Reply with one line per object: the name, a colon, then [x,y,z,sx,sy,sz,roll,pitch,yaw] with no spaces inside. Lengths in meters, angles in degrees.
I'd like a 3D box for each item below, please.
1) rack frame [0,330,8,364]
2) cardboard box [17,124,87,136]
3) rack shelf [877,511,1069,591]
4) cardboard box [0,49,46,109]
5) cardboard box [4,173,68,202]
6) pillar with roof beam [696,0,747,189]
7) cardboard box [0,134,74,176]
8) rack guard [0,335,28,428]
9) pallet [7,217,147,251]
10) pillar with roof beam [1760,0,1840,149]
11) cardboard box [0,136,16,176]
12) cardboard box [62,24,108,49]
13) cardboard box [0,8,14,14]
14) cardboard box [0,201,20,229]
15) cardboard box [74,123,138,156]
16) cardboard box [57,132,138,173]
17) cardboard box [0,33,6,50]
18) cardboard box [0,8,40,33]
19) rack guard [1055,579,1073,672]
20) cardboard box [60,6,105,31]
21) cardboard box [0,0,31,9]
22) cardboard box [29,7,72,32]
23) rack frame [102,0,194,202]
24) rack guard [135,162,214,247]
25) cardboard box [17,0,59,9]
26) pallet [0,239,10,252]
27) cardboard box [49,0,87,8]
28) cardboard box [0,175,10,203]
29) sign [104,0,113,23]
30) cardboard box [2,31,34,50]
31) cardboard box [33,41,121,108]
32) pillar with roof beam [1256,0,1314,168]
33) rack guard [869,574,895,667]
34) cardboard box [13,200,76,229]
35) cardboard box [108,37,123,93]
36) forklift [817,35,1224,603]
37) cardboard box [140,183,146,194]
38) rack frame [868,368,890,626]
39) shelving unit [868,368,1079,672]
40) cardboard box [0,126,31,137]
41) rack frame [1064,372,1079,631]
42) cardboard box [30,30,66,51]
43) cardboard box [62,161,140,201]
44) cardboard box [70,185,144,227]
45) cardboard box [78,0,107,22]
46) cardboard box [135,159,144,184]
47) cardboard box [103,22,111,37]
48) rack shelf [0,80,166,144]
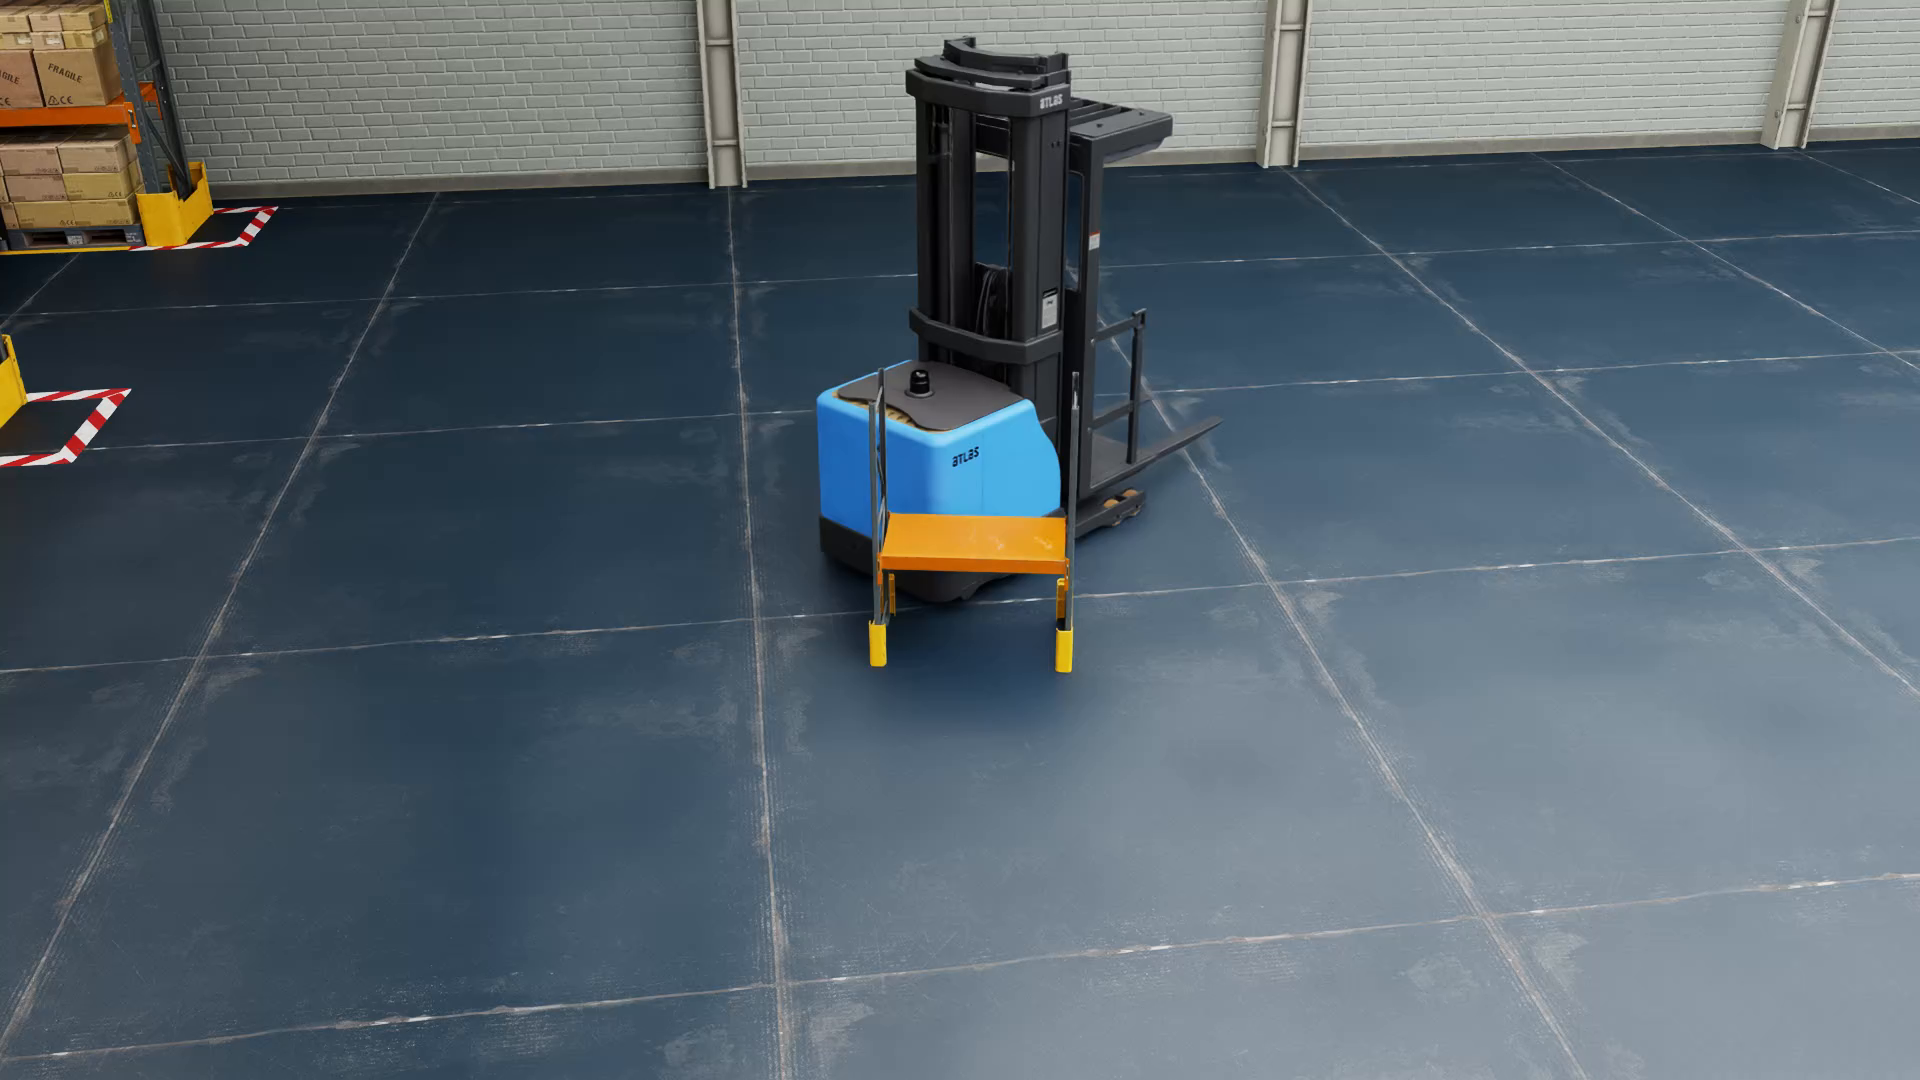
rack frame: [-6.885,-2.111,11.078,0.127,3.000,1.000,-4,27,-7]
cardboard box: [-8.576,-3.785,15.797,0.500,0.250,0.500,-4,27,-7]
rack shelf: [0.081,0.052,8.901,1.000,0.185,0.538,2,27,3]
cardboard box: [-8.546,-4.220,15.080,0.500,0.500,0.500,-3,27,-5]
cardboard box: [-8.516,-3.341,15.480,0.500,0.250,0.500,-4,27,-8]
pillar with roof beam: [-1.854,-5.822,11.740,0.400,9.000,9.100,-4,27,-7]
cardboard box: [-8.497,-3.558,15.354,0.500,0.250,0.500,-3,27,-6]
rack guard: [-6.960,-0.994,11.640,0.348,0.500,1.175,-4,27,-7]
pallet: [-8.331,-3.046,15.956,1.213,0.211,1.003,-4,27,-7]
pillar with roof beam: [10.029,-6.586,13.228,0.400,9.000,9.100,-4,27,-7]
cardboard box: [-8.995,-3.521,15.283,0.500,0.250,0.500,-3,27,-6]
cardboard box: [-7.884,-4.539,14.990,0.250,0.149,0.380,-3,27,-6]
cardboard box: [-8.657,-4.661,14.903,0.250,0.149,0.380,-4,27,-7]
cardboard box: [-8.991,-3.090,15.539,0.500,0.250,0.500,-3,27,-7]
cardboard box: [-8.082,-3.818,15.862,0.500,0.250,0.500,-4,27,-8]
cardboard box: [-7.992,-3.593,15.423,0.500,0.250,0.500,-3,27,-5]
cardboard box: [-8.645,-4.510,14.934,0.250,0.149,0.380,-4,27,-7]
cardboard box: [-8.400,-4.643,14.868,0.250,0.149,0.380,-3,27,-6]
rack guard: [0.569,0.461,9.077,0.087,0.250,0.587,2,27,3]
cardboard box: [-7.905,-4.702,14.982,0.250,0.149,0.380,-4,27,-7]
cardboard box: [-8.713,-4.862,15.293,0.250,0.149,0.380,-4,27,-7]
cardboard box: [-8.145,-4.672,14.924,0.250,0.149,0.380,-4,27,-7]
rack frame: [-7.580,-4.355,15.451,0.127,3.000,1.000,-4,27,-7]
rack guard: [-7.556,-3.244,16.025,0.348,0.500,1.175,-4,27,-7]
cardboard box: [-8.465,-4.871,15.311,0.250,0.149,0.380,-3,27,-6]
pallet: [-9.537,-2.970,15.808,1.213,0.211,1.003,-4,27,-7]
cardboard box: [-8.214,-4.907,15.381,0.250,0.149,0.380,-3,27,-5]
cardboard box: [-9.025,-3.299,15.398,0.500,0.250,0.500,-4,27,-8]
sign: [-7.518,-4.729,14.653,0.005,0.325,0.100,-4,27,-7]
cardboard box: [-8.398,-4.521,14.954,0.250,0.149,0.380,-3,27,-6]
cardboard box: [-8.030,-4.249,15.136,0.500,0.500,0.500,-4,27,-8]
pillar with roof beam: [4.088,-6.204,12.484,0.400,9.000,9.100,-4,27,-7]
rack guard: [-0.425,0.434,9.131,0.087,0.250,0.587,2,27,3]
cardboard box: [-8.495,-3.118,15.593,0.500,0.250,0.500,-4,27,-7]
cardboard box: [-8.109,-4.493,15.612,0.500,0.500,0.500,-3,27,-5]
forklift: [0.532,-1.532,10.026,1.130,2.935,3.031,23,35,37]
cardboard box: [-8.093,-3.375,16.094,0.500,0.250,0.500,-4,27,-7]
rack frame: [-0.426,-0.123,8.846,0.032,1.500,0.500,2,27,3]
shelving unit: [0.072,-0.109,8.819,1.083,1.500,0.587,2,27,3]
cardboard box: [-9.073,-3.758,15.744,0.500,0.250,0.500,-4,27,-7]
rack frame: [0.589,-0.094,8.791,0.032,1.500,0.500,2,27,3]
cardboard box: [-8.133,-4.509,14.932,0.250,0.149,0.380,-3,27,-6]
cardboard box: [-8.018,-3.368,15.533,0.500,0.250,0.500,-4,27,-8]
cardboard box: [-8.001,-3.145,15.646,0.500,0.250,0.500,-3,27,-7]
cardboard box: [-7.942,-4.895,15.359,0.250,0.149,0.380,-4,27,-8]
cardboard box: [-8.074,-3.605,15.993,0.500,0.250,0.500,-3,27,-6]
cardboard box: [-7.952,-4.783,15.467,0.250,0.149,0.380,-4,27,-8]
rack shelf: [-9.560,-3.907,15.367,4.000,0.370,1.077,-4,27,-7]
